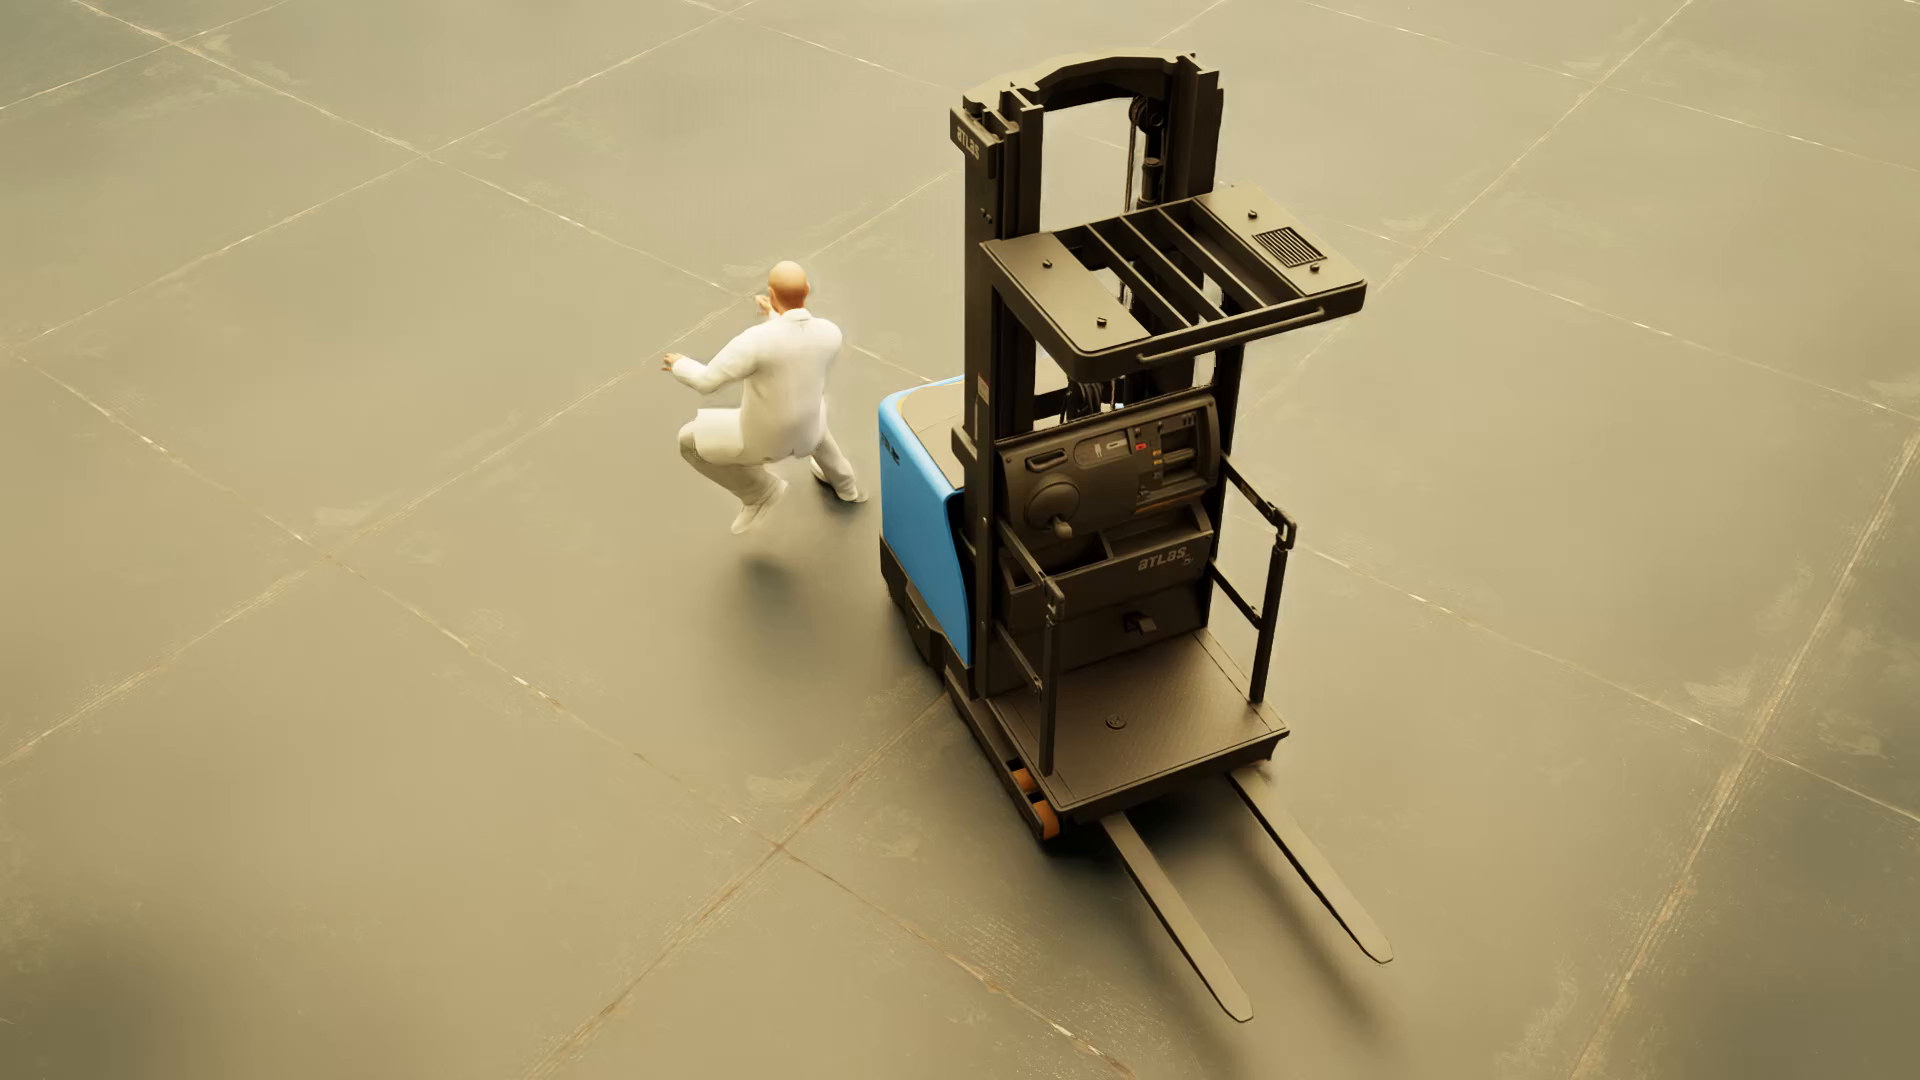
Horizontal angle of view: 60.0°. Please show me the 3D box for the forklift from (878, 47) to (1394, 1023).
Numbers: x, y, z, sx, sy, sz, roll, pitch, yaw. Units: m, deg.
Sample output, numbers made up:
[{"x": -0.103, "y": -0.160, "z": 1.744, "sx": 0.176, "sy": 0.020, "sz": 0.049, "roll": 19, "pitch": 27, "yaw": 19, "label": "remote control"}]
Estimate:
[{"x": 0.684, "y": -0.199, "z": 6.307, "sx": 1.130, "sy": 2.935, "sz": 3.031, "roll": -16, "pitch": 43, "yaw": -18, "label": "forklift"}]

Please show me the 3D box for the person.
[{"x": -0.935, "y": -0.709, "z": 7.980, "sx": 0.898, "sy": 1.533, "sz": 0.825, "roll": -25, "pitch": 47, "yaw": -27, "label": "person"}]
